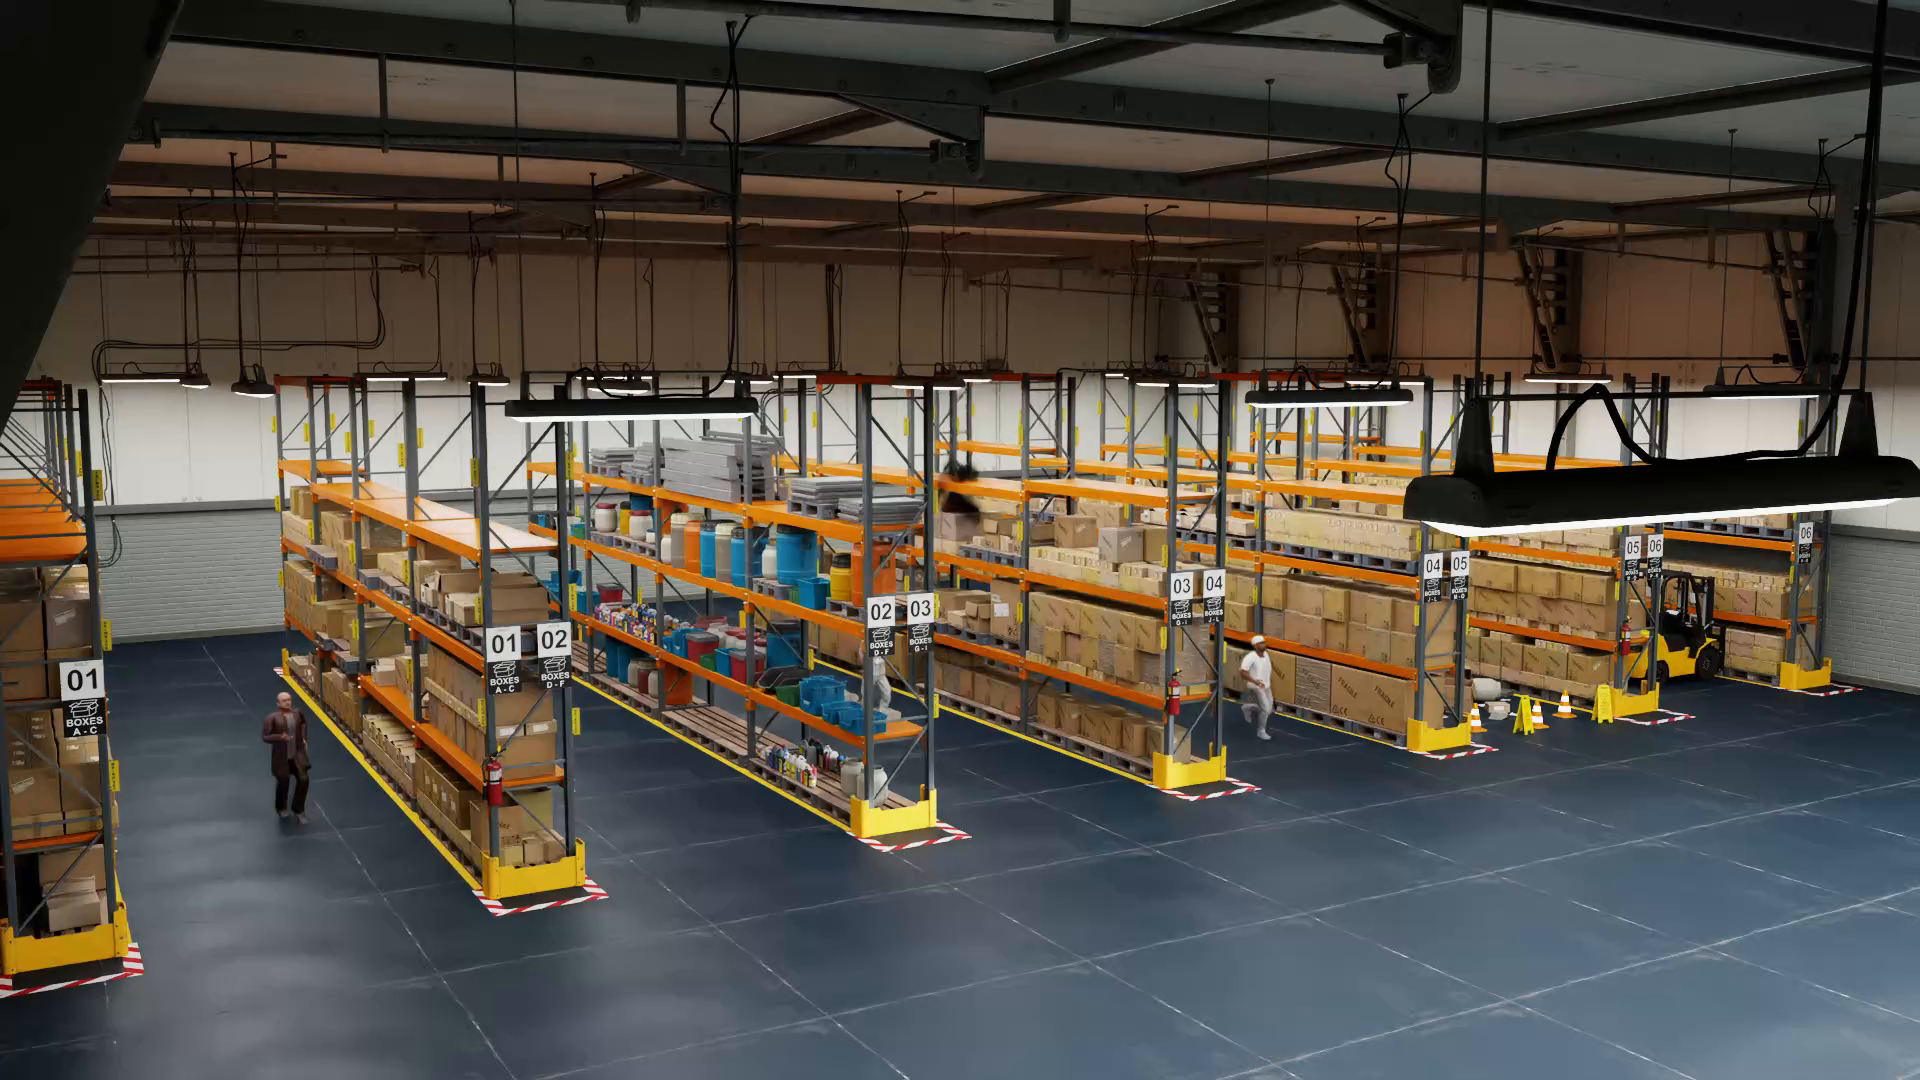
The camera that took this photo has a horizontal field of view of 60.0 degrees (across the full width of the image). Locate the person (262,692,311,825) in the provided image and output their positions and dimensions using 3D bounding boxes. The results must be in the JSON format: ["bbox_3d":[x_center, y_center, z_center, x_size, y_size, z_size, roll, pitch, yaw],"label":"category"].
[{"bbox_3d":[-9.137,2.978,22.645,0.685,1.826,0.776,-5,8,-40],"label":"person"}]

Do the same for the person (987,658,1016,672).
[{"bbox_3d":[0.812,1.906,32.812,0.529,1.696,0.887,-4,7,-30],"label":"person"}]

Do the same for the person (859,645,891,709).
[{"bbox_3d":[-1.474,2.351,28.238,0.681,1.853,0.795,-6,9,-44],"label":"person"}]

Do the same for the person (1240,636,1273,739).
[{"bbox_3d":[4.962,2.444,27.843,0.659,1.719,0.731,6,9,43],"label":"person"}]
